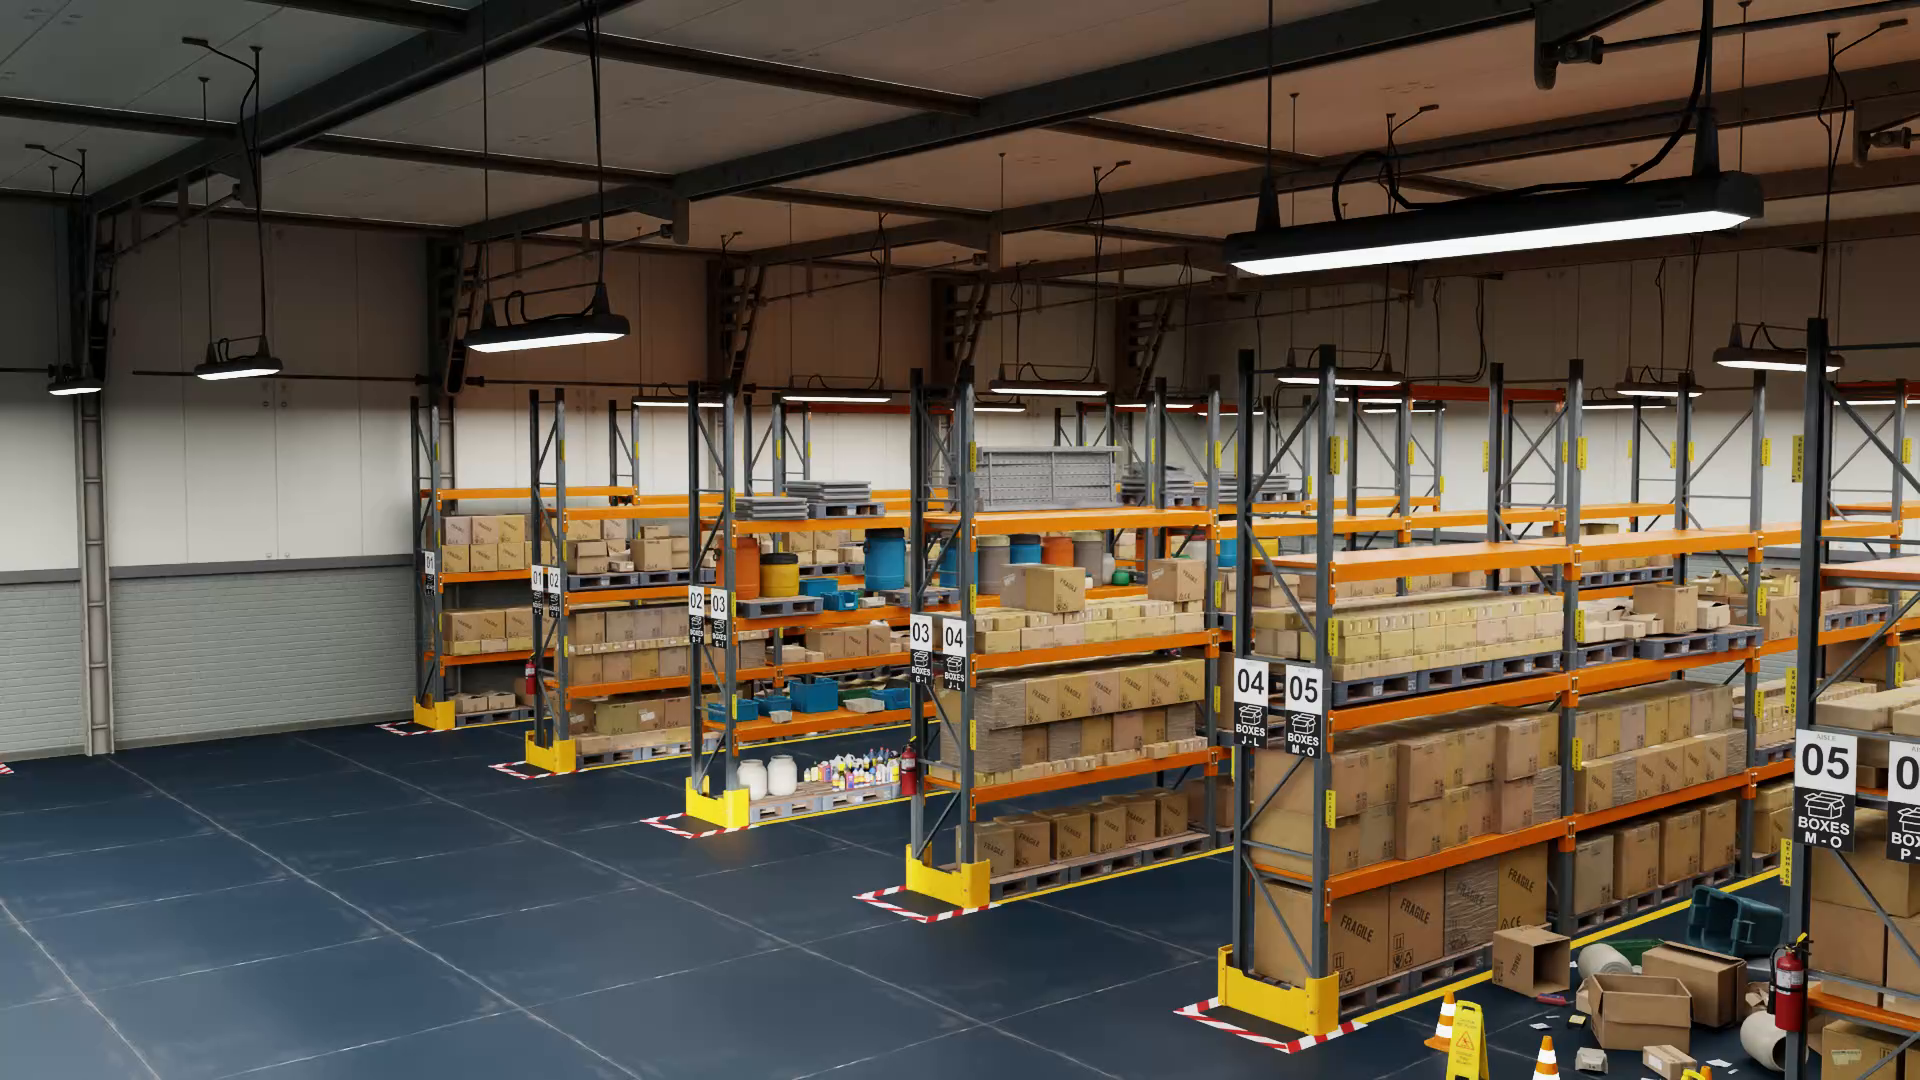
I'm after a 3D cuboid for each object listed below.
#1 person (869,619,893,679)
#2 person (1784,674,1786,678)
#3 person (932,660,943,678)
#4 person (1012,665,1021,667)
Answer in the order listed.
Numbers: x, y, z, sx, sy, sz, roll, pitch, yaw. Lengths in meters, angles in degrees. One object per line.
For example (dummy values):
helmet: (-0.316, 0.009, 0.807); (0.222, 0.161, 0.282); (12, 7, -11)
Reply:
person: (-1.641, 2.245, 34.563); (0.444, 1.762, 0.576); (2, 4, 35)
person: (12.865, 2.838, 25.756); (0.421, 1.607, 0.344); (-2, 4, -28)
person: (-0.398, 2.226, 35.947); (1.014, 1.639, 0.464); (-3, 4, -38)
person: (0.939, 2.498, 30.524); (0.488, 1.864, 0.635); (-1, 3, -9)
